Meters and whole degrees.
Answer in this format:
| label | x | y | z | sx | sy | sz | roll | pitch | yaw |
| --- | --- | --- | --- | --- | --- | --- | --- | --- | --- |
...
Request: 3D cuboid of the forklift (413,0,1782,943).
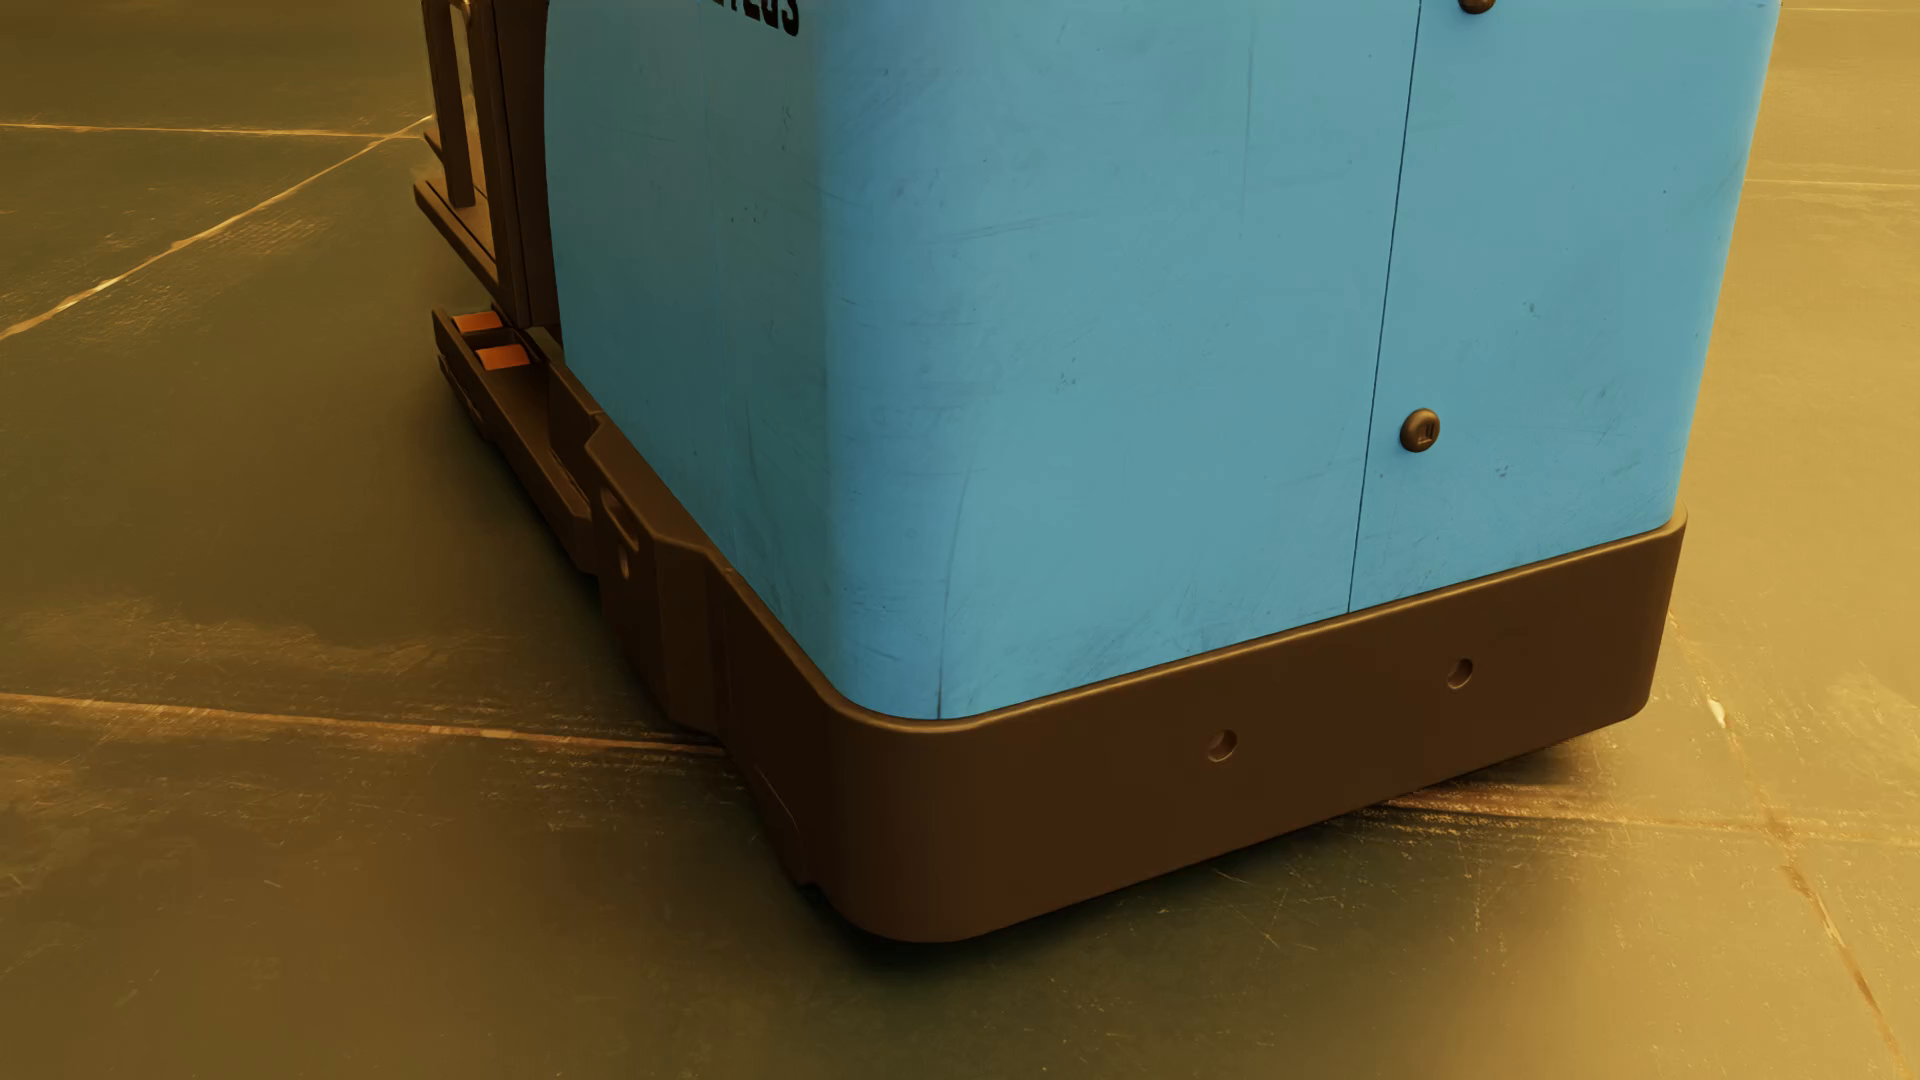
| label | x | y | z | sx | sy | sz | roll | pitch | yaw |
| --- | --- | --- | --- | --- | --- | --- | --- | --- | --- |
| forklift | -0.290 | -1.558 | 2.339 | 1.130 | 2.935 | 3.031 | -13 | 29 | -24 |
